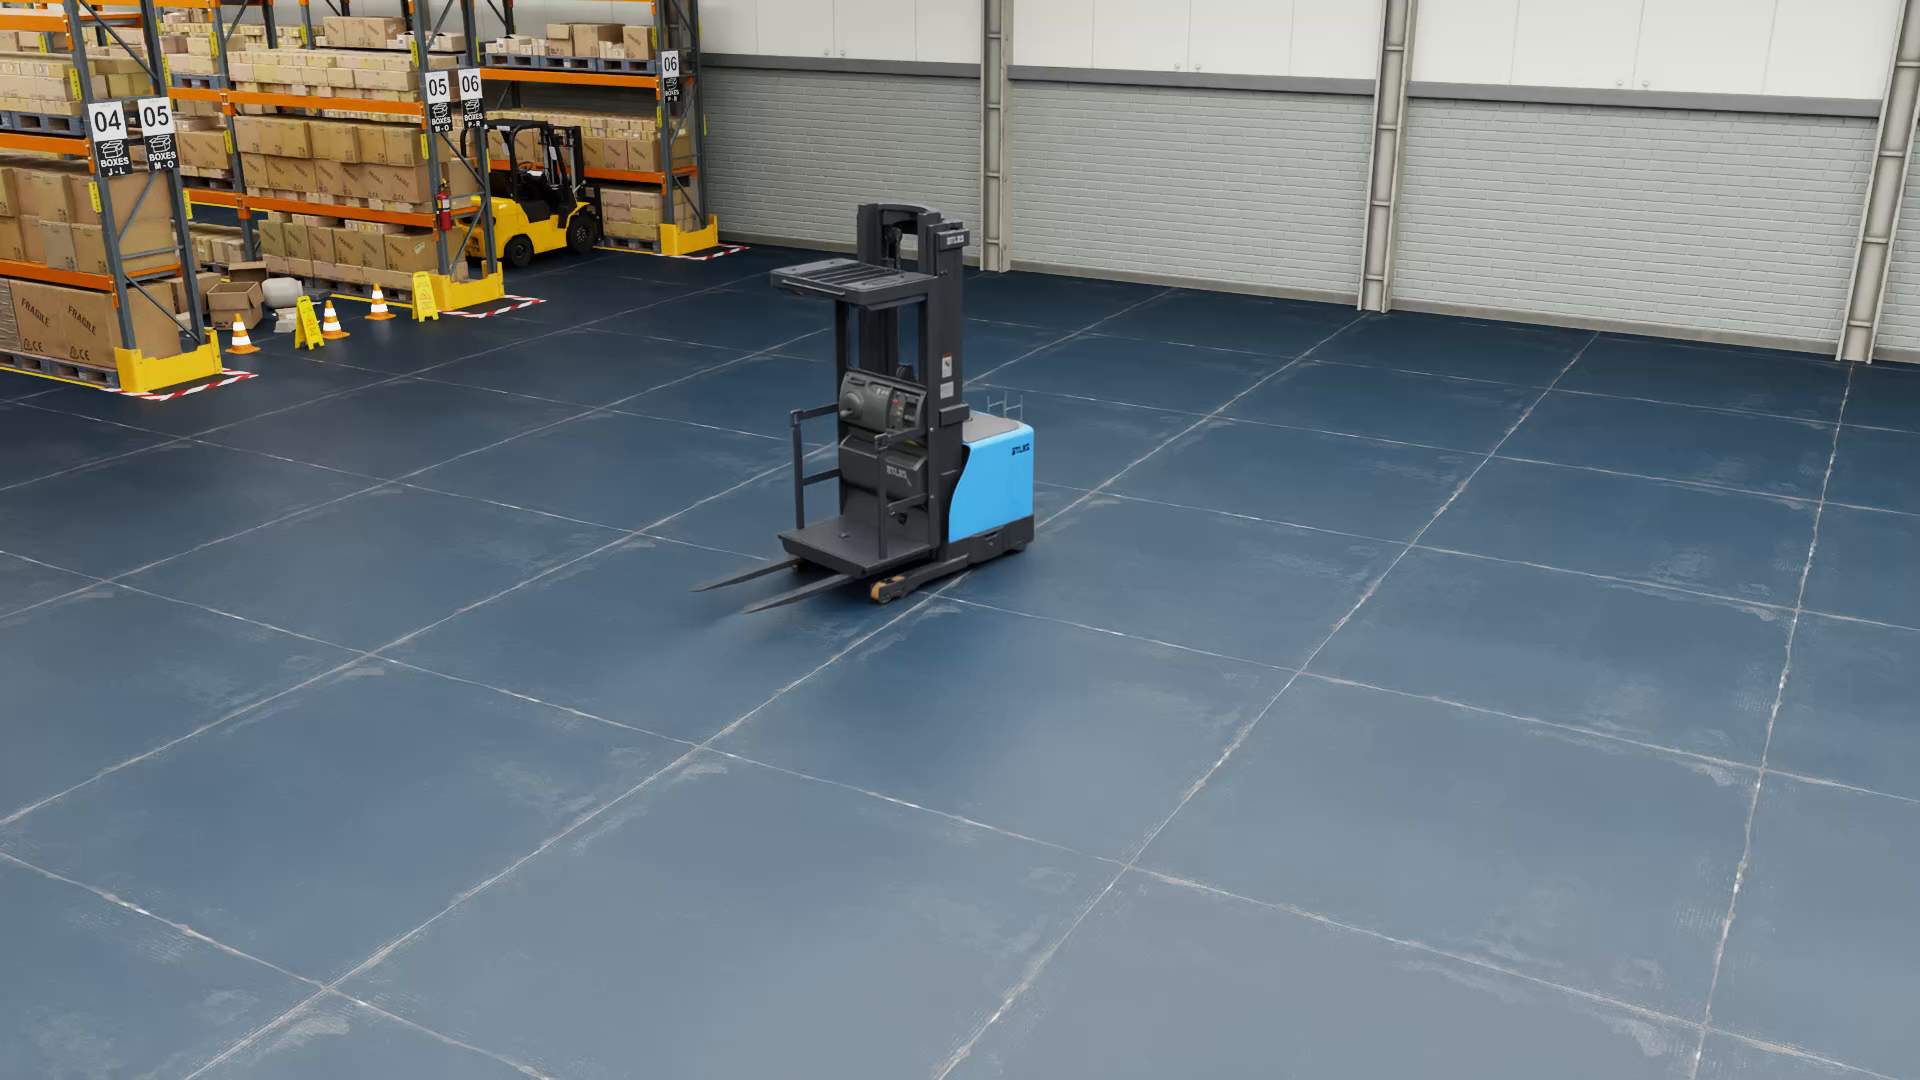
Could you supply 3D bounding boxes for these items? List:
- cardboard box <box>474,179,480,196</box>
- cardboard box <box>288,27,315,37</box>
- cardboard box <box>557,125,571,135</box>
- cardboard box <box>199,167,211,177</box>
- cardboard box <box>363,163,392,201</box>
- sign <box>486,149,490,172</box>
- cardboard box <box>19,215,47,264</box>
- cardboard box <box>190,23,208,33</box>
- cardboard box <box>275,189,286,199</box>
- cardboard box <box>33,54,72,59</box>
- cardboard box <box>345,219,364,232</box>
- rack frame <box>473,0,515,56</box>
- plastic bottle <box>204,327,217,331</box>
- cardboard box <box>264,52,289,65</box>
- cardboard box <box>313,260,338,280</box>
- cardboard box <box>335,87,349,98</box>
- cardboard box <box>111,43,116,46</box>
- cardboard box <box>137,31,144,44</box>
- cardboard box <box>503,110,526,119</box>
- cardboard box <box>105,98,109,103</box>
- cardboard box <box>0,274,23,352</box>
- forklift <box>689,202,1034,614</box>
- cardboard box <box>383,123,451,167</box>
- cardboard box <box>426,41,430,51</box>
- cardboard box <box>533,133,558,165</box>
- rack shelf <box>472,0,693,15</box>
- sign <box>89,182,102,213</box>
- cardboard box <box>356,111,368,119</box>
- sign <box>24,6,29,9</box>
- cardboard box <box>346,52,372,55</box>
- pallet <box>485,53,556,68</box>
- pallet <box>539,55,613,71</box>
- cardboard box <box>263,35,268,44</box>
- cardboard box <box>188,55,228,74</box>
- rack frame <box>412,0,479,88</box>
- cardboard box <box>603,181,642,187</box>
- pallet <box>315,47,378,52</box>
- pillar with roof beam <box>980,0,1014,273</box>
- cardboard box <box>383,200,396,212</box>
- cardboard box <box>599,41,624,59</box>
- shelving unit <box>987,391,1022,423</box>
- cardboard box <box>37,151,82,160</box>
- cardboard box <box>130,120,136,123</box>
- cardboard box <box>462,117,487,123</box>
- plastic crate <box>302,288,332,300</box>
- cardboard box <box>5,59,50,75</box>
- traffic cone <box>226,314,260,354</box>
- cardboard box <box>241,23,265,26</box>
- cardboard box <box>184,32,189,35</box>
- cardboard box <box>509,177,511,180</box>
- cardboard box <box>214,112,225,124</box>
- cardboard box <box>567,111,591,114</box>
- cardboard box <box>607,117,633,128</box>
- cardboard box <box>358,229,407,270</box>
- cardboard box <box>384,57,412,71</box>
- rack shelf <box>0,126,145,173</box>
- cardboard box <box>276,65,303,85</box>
[{"bbox_3d":[-8.469,-6.082,29.600,0.625,0.625,0.875,12,23,30],"label":"cardboard box"},{"bbox_3d":[-11.944,-9.219,30.181,0.250,0.149,0.380,12,23,29],"label":"cardboard box"},{"bbox_3d":[-6.517,-6.875,27.822,0.250,0.149,0.380,10,22,26],"label":"cardboard box"},{"bbox_3d":[-11.231,-5.571,25.077,0.250,0.149,0.380,10,22,26],"label":"cardboard box"},{"bbox_3d":[-7.976,-5.054,23.316,0.500,0.500,0.500,11,23,27],"label":"cardboard box"},{"bbox_3d":[-6.669,-5.343,23.425,0.005,0.325,0.100,11,23,27],"label":"sign"},{"bbox_3d":[-10.523,-3.618,19.720,0.550,0.550,0.875,11,23,27],"label":"cardboard box"},{"bbox_3d":[-14.239,-9.631,31.288,0.250,0.149,0.380,10,22,26],"label":"cardboard box"},{"bbox_3d":[-9.814,-5.112,24.426,0.250,0.149,0.380,11,23,27],"label":"cardboard box"},{"bbox_3d":[-10.504,-5.557,19.323,0.250,0.149,0.380,10,22,27],"label":"cardboard box"},{"bbox_3d":[-8.560,-4.520,23.793,0.250,0.149,0.380,12,23,30],"label":"cardboard box"},{"bbox_3d":[-8.008,-9.738,28.014,0.127,3.000,1.000,11,23,27],"label":"rack frame"},{"bbox_3d":[-9.952,-2.762,21.888,0.283,0.061,0.133,3,20,9],"label":"plastic bottle"},{"bbox_3d":[-9.626,-6.824,23.578,0.250,0.149,0.380,11,22,27],"label":"cardboard box"},{"bbox_3d":[-9.106,-3.993,24.390,0.500,0.250,0.500,10,22,27],"label":"cardboard box"},{"bbox_3d":[-8.485,-6.263,23.203,0.250,0.149,0.380,10,22,26],"label":"cardboard box"},{"bbox_3d":[-16.547,-9.736,32.777,0.250,0.149,0.380,11,23,28],"label":"cardboard box"},{"bbox_3d":[-15.535,-9.733,32.183,0.500,0.250,0.500,11,23,28],"label":"cardboard box"},{"bbox_3d":[-7.593,-7.257,28.437,0.250,0.149,0.380,11,23,28],"label":"cardboard box"},{"bbox_3d":[-9.625,-5.015,18.998,0.250,0.149,0.380,11,23,28],"label":"cardboard box"},{"bbox_3d":[-11.447,-2.873,20.387,0.875,0.875,0.875,11,23,28],"label":"cardboard box"},{"bbox_3d":[-0.765,-1.078,13.039,1.130,2.935,3.031,19,27,41],"label":"forklift"},{"bbox_3d":[-7.486,-5.451,22.944,0.500,0.500,0.700,10,22,26],"label":"cardboard box"},{"bbox_3d":[-9.116,-8.547,28.734,0.250,0.149,0.380,11,23,27],"label":"cardboard box"},{"bbox_3d":[-6.842,-6.648,28.146,0.500,0.500,0.500,11,22,27],"label":"cardboard box"},{"bbox_3d":[-6.262,-8.879,27.288,4.000,0.370,1.077,11,23,27],"label":"rack shelf"},{"bbox_3d":[-9.536,-3.780,18.342,0.005,0.325,0.100,11,23,27],"label":"sign"},{"bbox_3d":[-10.660,-7.675,30.027,0.250,0.149,0.380,11,23,28],"label":"cardboard box"},{"bbox_3d":[-18.748,-10.573,33.432,0.005,0.325,0.100,11,23,27],"label":"sign"},{"bbox_3d":[-8.457,-6.823,23.577,0.250,0.149,0.380,11,23,28],"label":"cardboard box"},{"bbox_3d":[-7.250,-8.152,28.170,1.213,0.211,1.003,11,23,27],"label":"pallet"},{"bbox_3d":[-6.189,-7.949,27.610,1.213,0.211,1.003,11,23,27],"label":"pallet"},{"bbox_3d":[-12.599,-9.226,30.636,0.250,0.149,0.380,11,23,27],"label":"cardboard box"},{"bbox_3d":[-11.006,-7.030,24.553,0.500,0.250,0.500,10,22,26],"label":"cardboard box"},{"bbox_3d":[-6.933,-7.594,22.104,0.127,3.000,1.000,11,23,27],"label":"rack frame"},{"bbox_3d":[-5.712,-5.932,28.269,0.500,0.250,0.500,11,22,27],"label":"cardboard box"},{"bbox_3d":[-10.864,-8.818,30.153,1.003,0.211,1.213,12,23,30],"label":"pallet"},{"bbox_3d":[-1.545,-7.177,20.955,0.400,9.000,9.100,11,23,27],"label":"pillar with roof beam"},{"bbox_3d":[-7.853,-4.713,23.326,0.250,0.149,0.380,10,22,26],"label":"cardboard box"},{"bbox_3d":[-5.609,-7.933,26.873,0.258,0.266,0.396,11,23,27],"label":"cardboard box"},{"bbox_3d":[0.385,-0.672,14.458,0.189,1.200,0.258,18,27,40],"label":"shelving unit"},{"bbox_3d":[-14.464,-6.274,26.749,0.500,0.250,0.500,11,23,27],"label":"cardboard box"},{"bbox_3d":[-12.928,-6.413,26.447,0.500,0.500,0.500,10,22,26],"label":"cardboard box"},{"bbox_3d":[-8.414,-7.260,28.883,0.250,0.149,0.380,12,23,29],"label":"cardboard box"},{"bbox_3d":[-9.454,-3.562,24.066,0.583,0.080,0.402,3,20,9],"label":"plastic crate"},{"bbox_3d":[-10.386,-5.277,18.552,0.250,0.149,0.380,11,23,28],"label":"cardboard box"},{"bbox_3d":[-9.030,-2.602,20.860,0.334,0.463,0.336,11,23,27],"label":"traffic cone"},{"bbox_3d":[-13.315,-9.661,31.369,0.250,0.149,0.380,11,23,29],"label":"cardboard box"},{"bbox_3d":[-14.447,-9.550,31.501,0.250,0.149,0.380,11,23,28],"label":"cardboard box"},{"bbox_3d":[-7.738,-6.119,28.784,0.500,0.250,0.500,10,22,26],"label":"cardboard box"},{"bbox_3d":[-13.966,-8.037,31.704,0.258,0.266,0.396,12,23,30],"label":"cardboard box"},{"bbox_3d":[-6.479,-7.224,28.346,0.250,0.149,0.380,11,22,27],"label":"cardboard box"},{"bbox_3d":[-5.584,-6.872,27.376,0.250,0.149,0.380,11,23,28],"label":"cardboard box"},{"bbox_3d":[-8.217,-4.173,23.787,0.500,0.500,0.500,12,23,29],"label":"cardboard box"},{"bbox_3d":[-7.579,-6.464,22.585,0.250,0.149,0.380,11,23,28],"label":"cardboard box"},{"bbox_3d":[-11.005,-4.688,19.547,4.000,0.370,1.077,11,23,27],"label":"rack shelf"},{"bbox_3d":[-9.289,-6.594,23.529,0.500,0.250,0.500,11,23,28],"label":"cardboard box"}]
